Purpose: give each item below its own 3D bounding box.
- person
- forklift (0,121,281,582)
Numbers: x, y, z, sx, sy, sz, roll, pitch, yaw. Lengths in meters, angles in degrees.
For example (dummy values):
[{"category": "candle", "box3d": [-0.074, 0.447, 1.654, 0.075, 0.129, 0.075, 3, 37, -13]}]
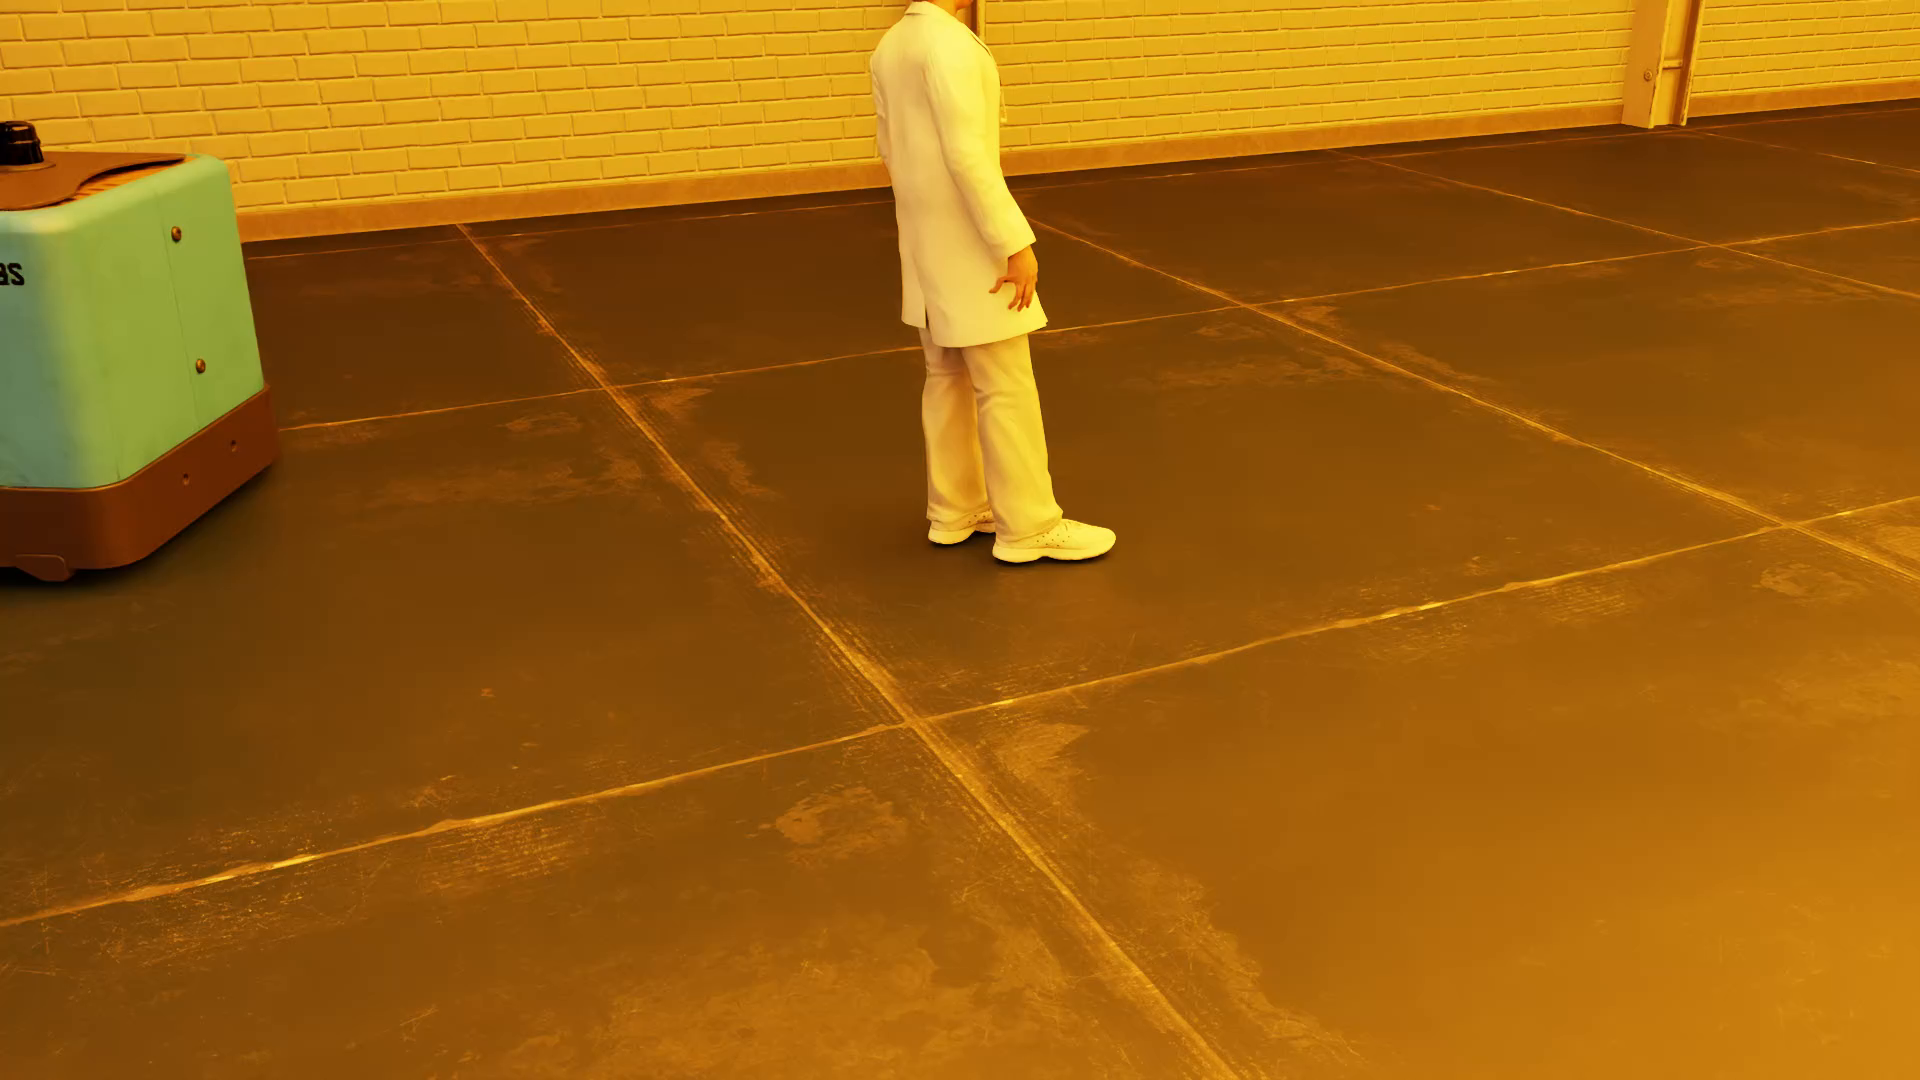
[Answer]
[{"category": "person", "box3d": [0.084, -0.842, 4.795, 0.578, 1.778, 0.698, -10, 25, -23]}, {"category": "forklift", "box3d": [-3.829, -1.442, 4.757, 3.031, 2.935, 1.130, 2, 23, 4]}]
